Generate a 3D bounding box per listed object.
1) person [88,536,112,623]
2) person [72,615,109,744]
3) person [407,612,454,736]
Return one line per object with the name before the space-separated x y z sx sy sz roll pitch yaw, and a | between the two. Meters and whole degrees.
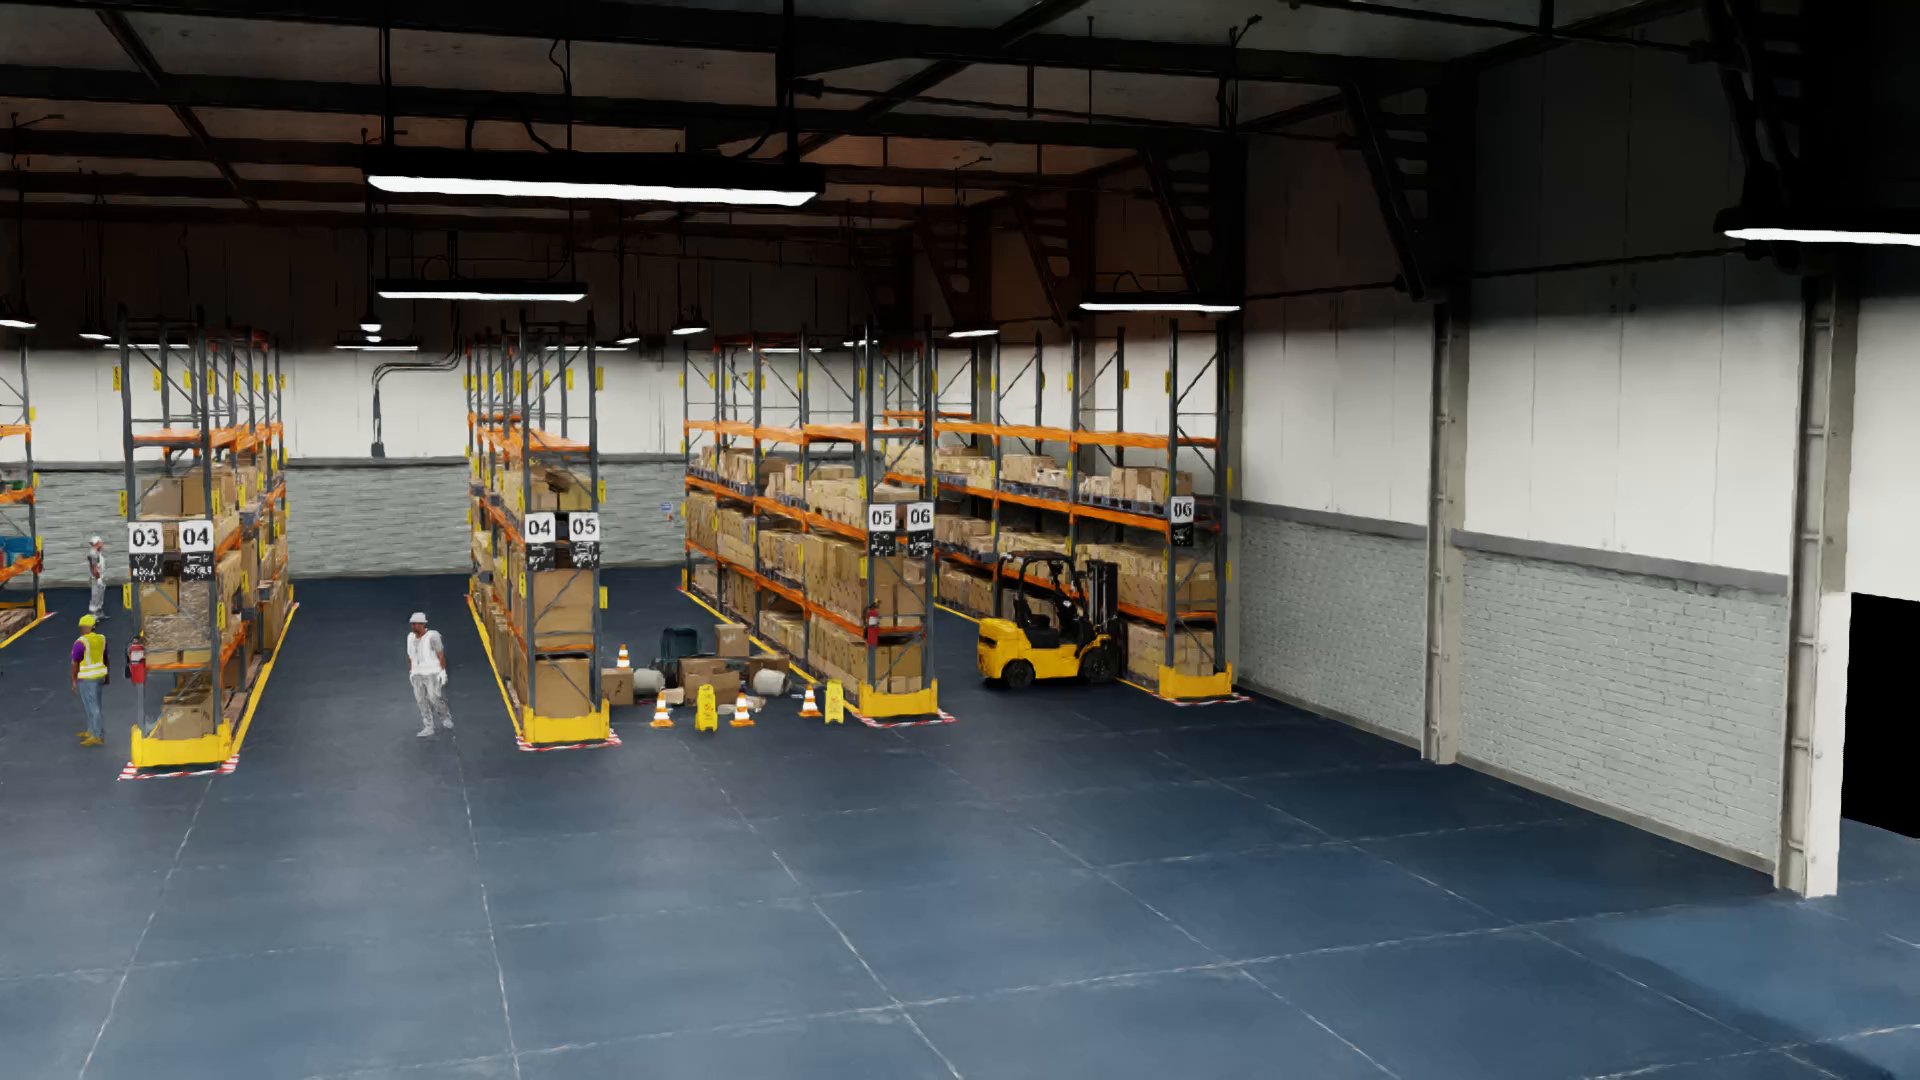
person | -17.944 0.807 34.620 0.391 1.793 0.627 -2 6 -20
person | -12.140 1.919 23.126 0.573 1.764 0.596 1 5 9
person | -7.541 1.886 23.610 0.602 1.777 0.575 2 6 18
